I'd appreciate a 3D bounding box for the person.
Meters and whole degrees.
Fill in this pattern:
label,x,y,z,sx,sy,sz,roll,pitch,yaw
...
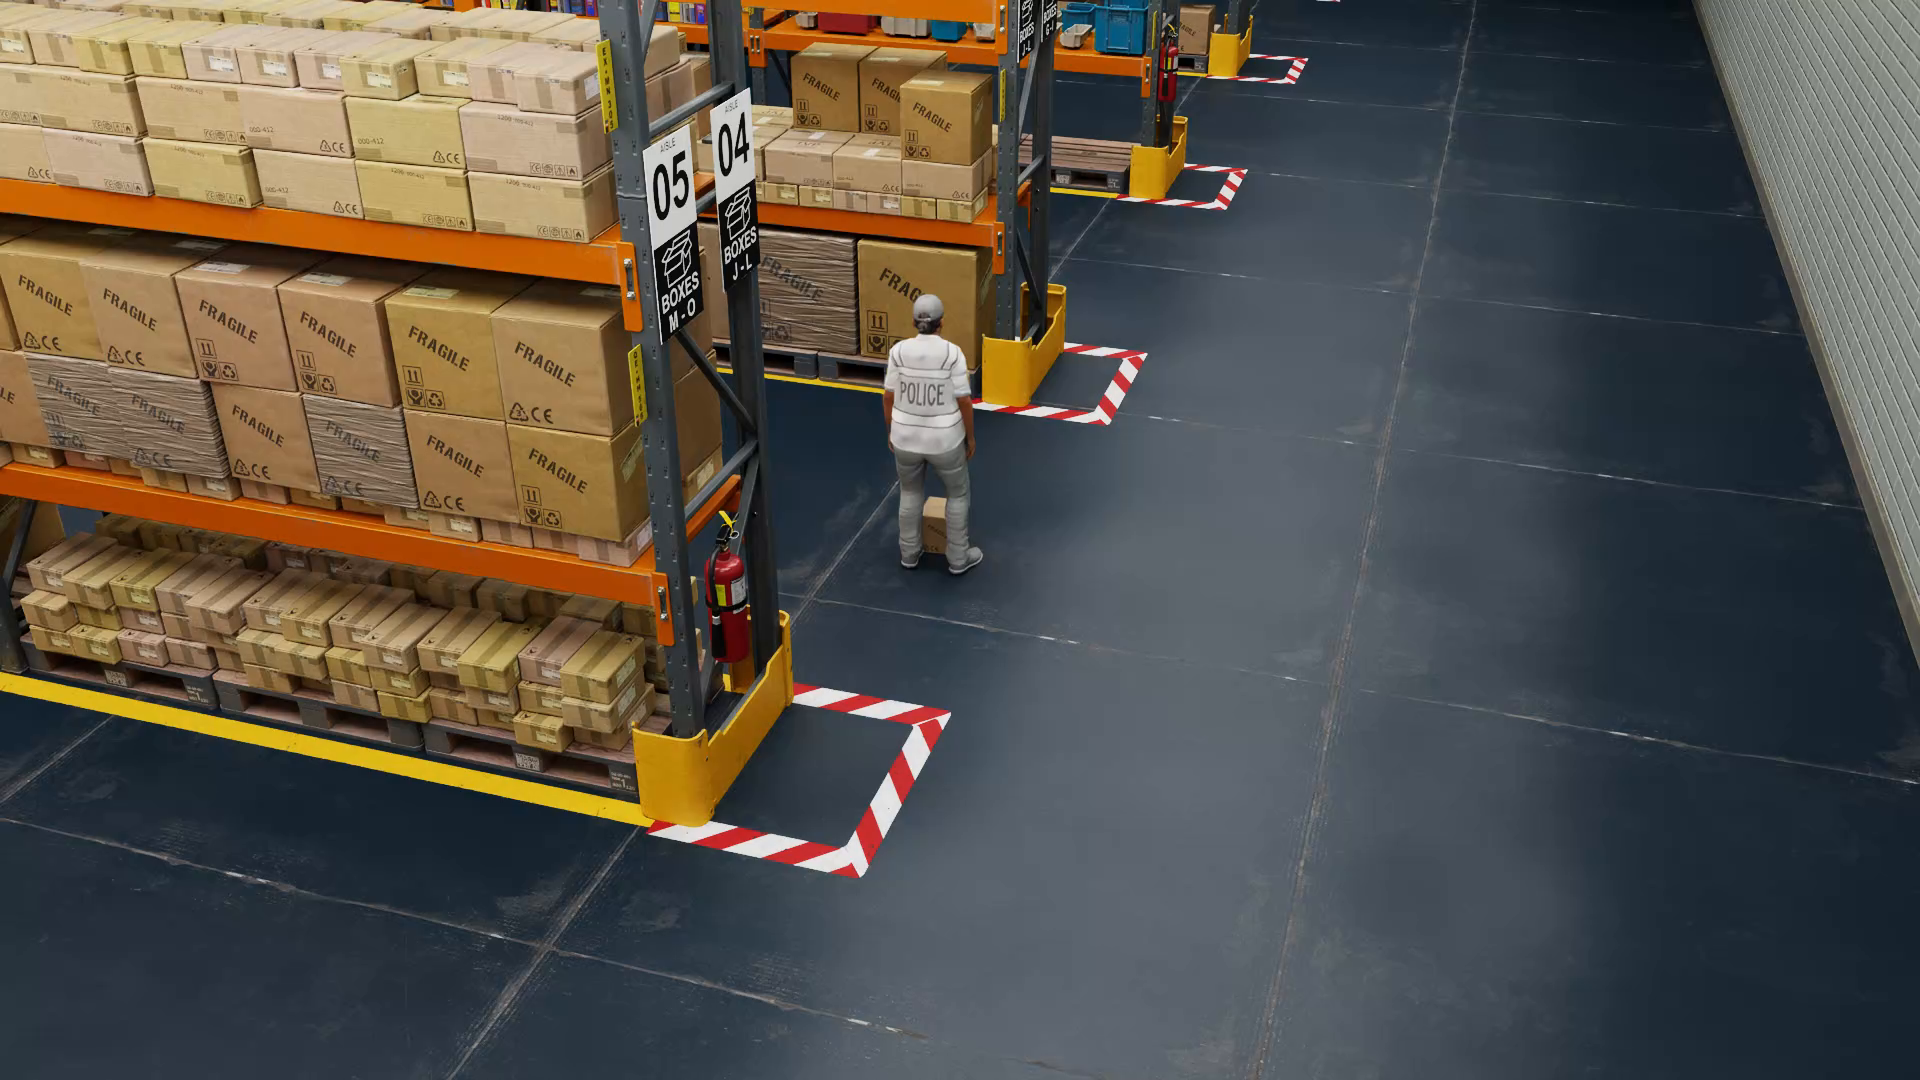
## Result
label,x,y,z,sx,sy,sz,roll,pitch,yaw
person,-0.155,-0.596,9.551,0.554,1.665,0.468,7,30,12
